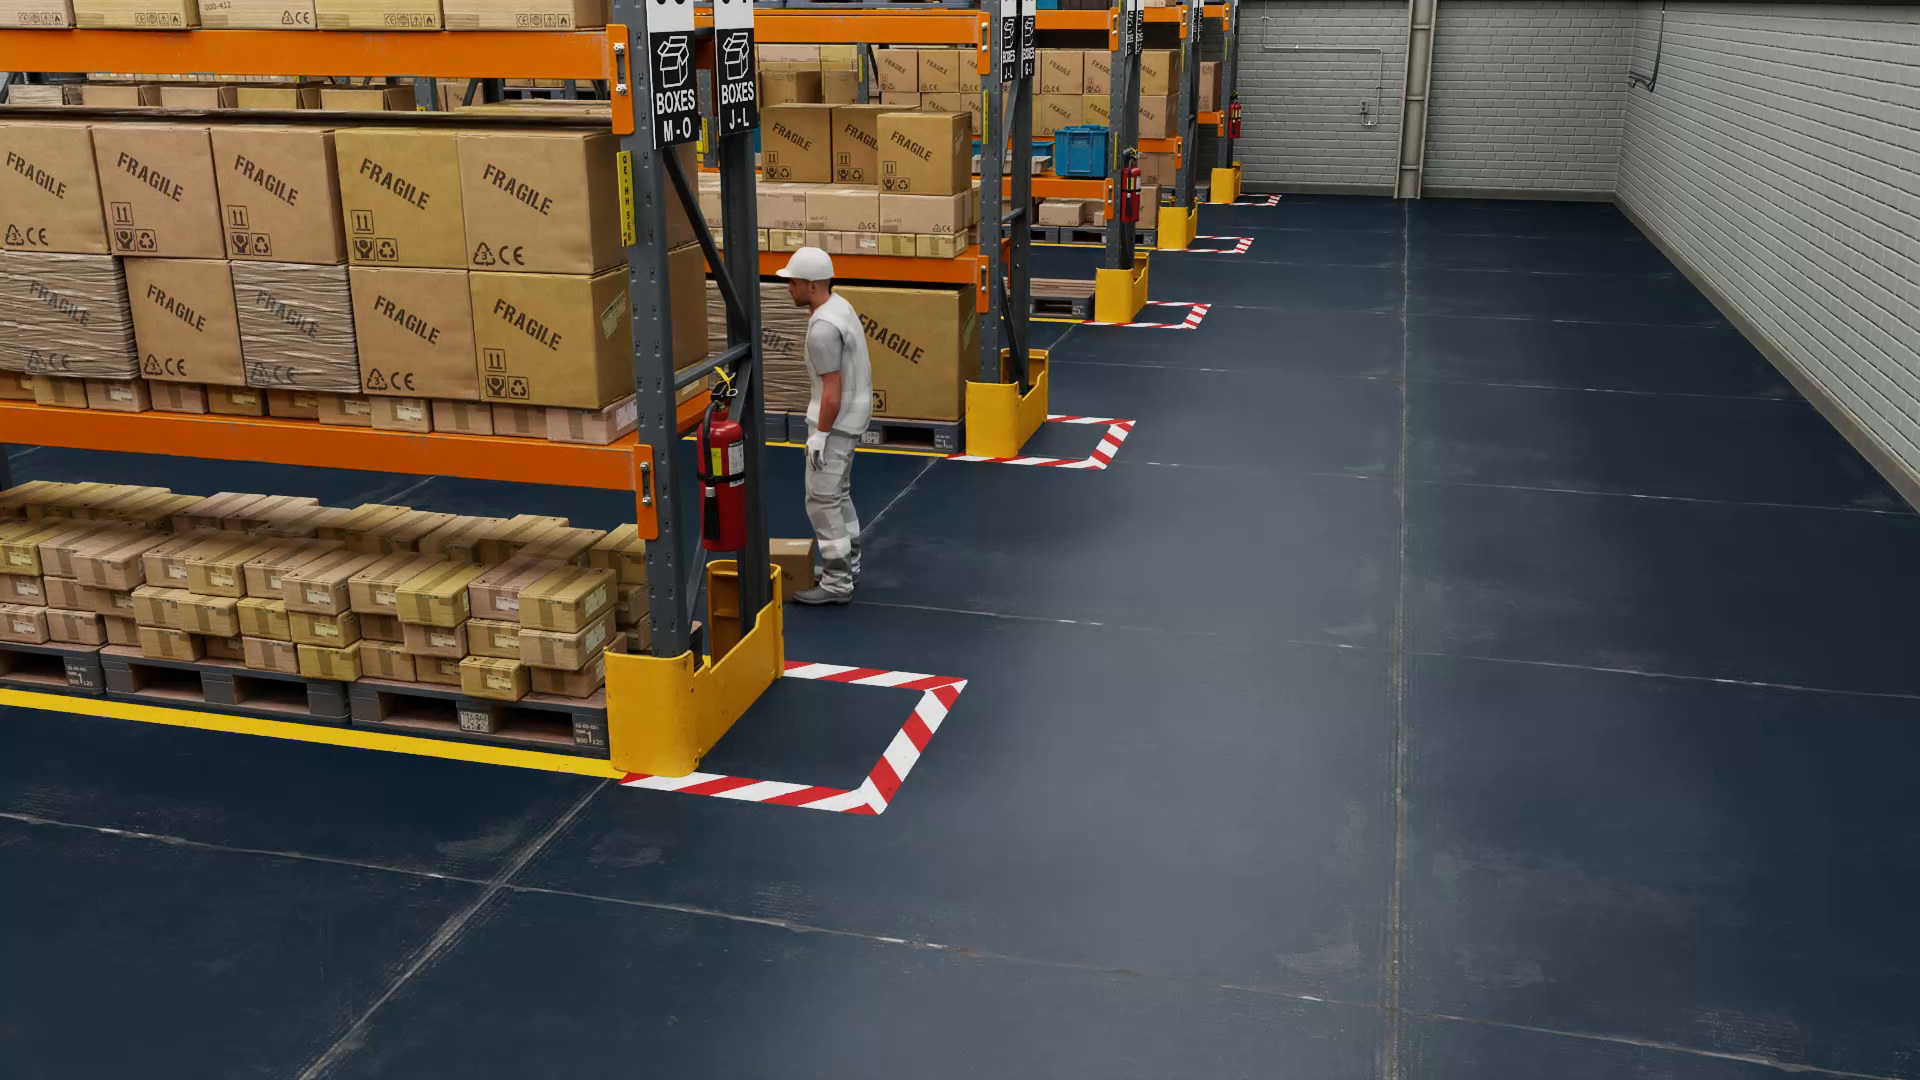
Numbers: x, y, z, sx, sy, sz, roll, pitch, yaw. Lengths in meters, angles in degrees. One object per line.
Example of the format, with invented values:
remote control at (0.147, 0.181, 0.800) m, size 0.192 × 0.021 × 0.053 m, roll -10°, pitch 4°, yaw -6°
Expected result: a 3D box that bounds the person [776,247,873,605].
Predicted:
person at (-0.659, -0.563, 8.258) m, size 0.451 × 1.778 × 0.612 m, roll 1°, pitch 18°, yaw 4°
